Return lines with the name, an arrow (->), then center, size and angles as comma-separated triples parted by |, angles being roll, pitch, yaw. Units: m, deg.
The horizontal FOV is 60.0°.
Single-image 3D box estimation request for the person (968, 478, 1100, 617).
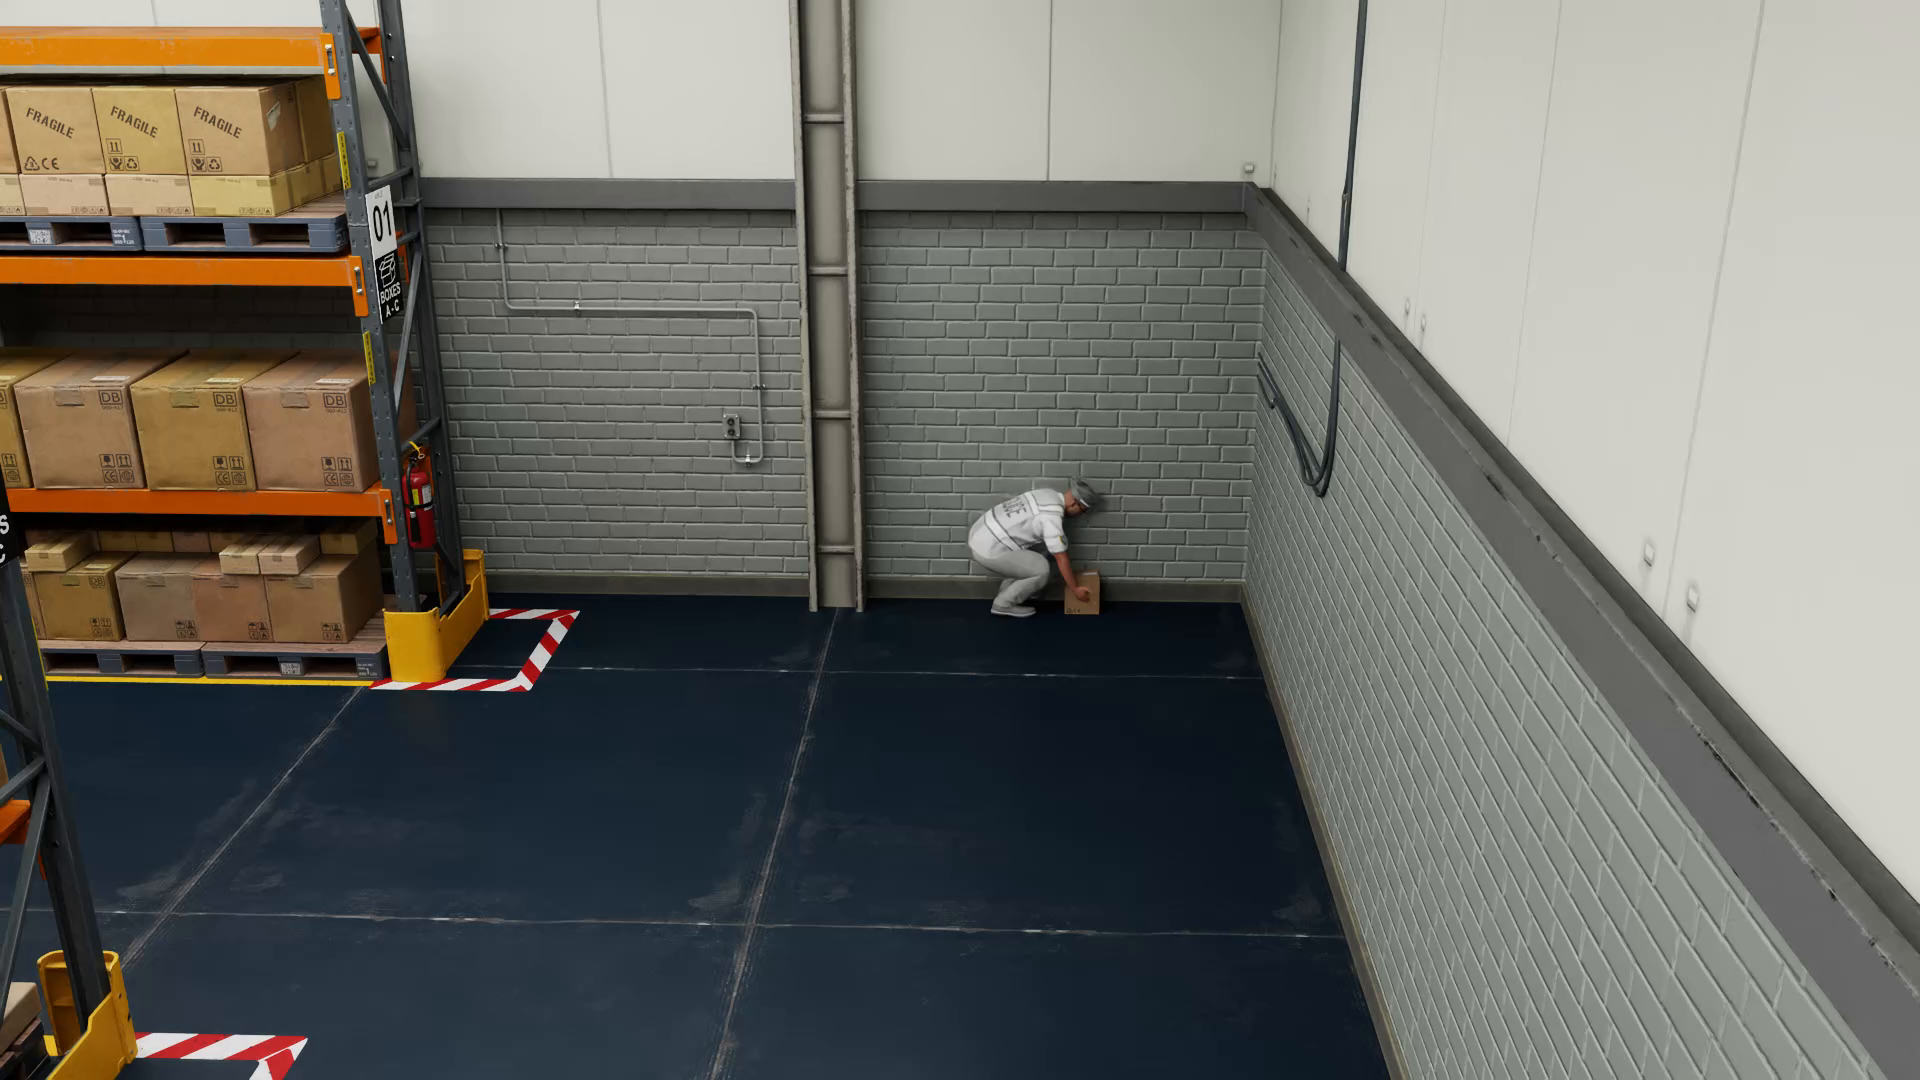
person -> 0.537, 0.035, 12.092 | 0.950, 0.973, 0.565 | 1, 21, 2
